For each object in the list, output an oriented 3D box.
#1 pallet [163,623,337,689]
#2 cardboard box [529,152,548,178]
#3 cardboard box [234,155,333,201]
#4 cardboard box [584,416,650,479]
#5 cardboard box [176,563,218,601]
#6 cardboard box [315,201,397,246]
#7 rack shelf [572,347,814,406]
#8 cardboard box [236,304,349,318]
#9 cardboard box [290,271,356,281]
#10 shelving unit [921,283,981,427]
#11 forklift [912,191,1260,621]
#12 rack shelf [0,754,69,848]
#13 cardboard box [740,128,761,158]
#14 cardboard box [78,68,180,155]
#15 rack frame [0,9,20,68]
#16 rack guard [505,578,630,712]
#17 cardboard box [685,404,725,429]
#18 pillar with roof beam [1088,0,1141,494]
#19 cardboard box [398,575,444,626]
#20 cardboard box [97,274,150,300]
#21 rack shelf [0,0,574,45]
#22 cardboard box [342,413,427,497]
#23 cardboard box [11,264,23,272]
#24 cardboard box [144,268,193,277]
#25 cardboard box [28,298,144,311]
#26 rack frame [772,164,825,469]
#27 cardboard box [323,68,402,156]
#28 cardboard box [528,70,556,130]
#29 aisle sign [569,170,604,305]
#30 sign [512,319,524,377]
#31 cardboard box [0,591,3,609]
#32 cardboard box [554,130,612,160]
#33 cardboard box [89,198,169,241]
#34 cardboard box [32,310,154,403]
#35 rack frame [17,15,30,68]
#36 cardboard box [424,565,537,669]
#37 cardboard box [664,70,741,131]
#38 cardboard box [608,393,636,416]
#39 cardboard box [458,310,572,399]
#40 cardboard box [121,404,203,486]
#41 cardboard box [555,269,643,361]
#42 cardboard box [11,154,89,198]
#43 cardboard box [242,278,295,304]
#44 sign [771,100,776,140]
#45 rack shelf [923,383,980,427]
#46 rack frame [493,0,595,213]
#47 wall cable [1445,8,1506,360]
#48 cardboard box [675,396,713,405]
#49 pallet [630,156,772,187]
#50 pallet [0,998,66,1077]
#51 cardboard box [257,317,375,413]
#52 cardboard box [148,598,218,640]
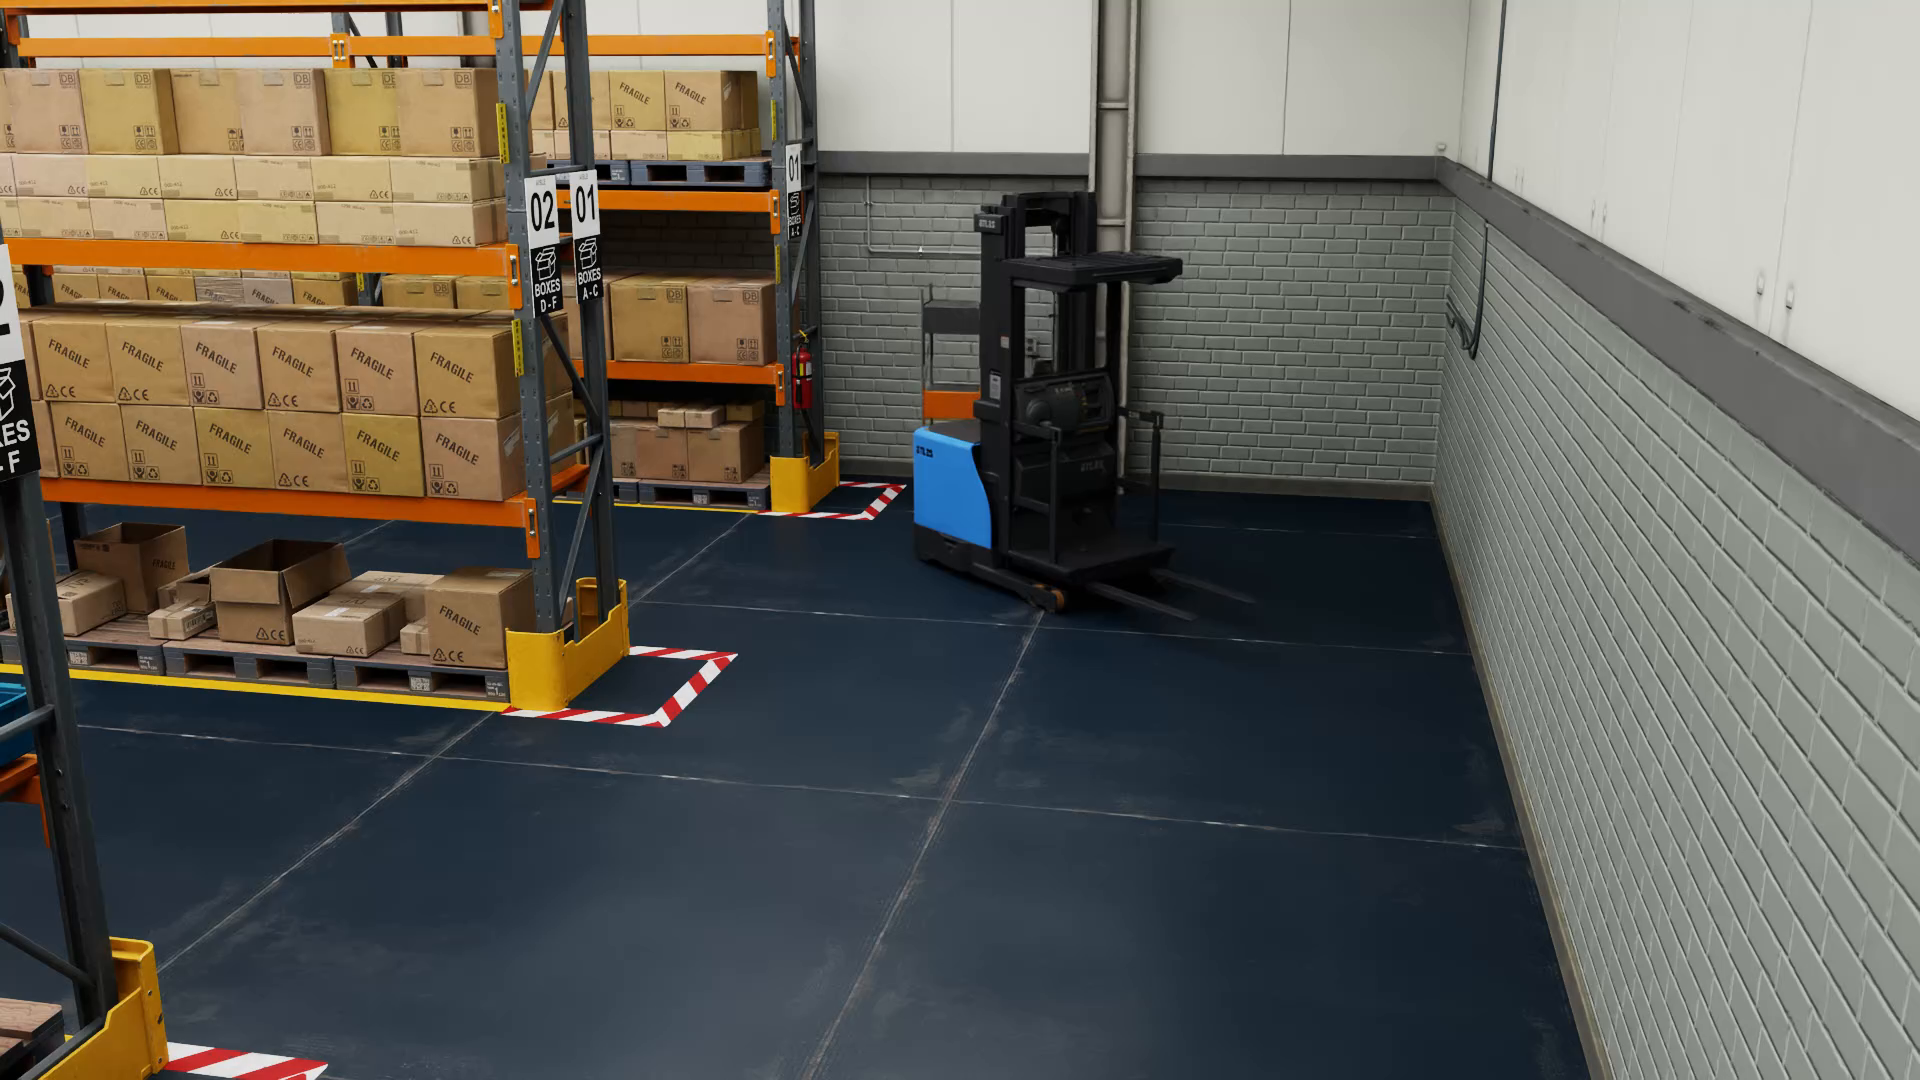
[{"bbox_3d":[-4.476,0.685,11.123,1.213,0.211,1.003,3,16,11],"label":"pallet"},{"bbox_3d":[-2.880,-2.257,10.245,0.500,0.250,0.500,3,16,11],"label":"cardboard box"},{"bbox_3d":[-3.962,-2.176,9.954,0.500,0.250,0.500,3,16,11],"label":"cardboard box"},{"bbox_3d":[-3.134,-0.905,15.536,0.500,0.500,0.700,3,16,9],"label":"cardboard box"},{"bbox_3d":[-4.999,0.320,11.431,0.500,0.311,0.500,3,16,11],"label":"cardboard box"},{"bbox_3d":[-3.472,-1.908,9.924,0.500,0.250,0.500,3,16,11],"label":"cardboard box"},{"bbox_3d":[-3.405,-1.603,15.507,4.000,0.370,1.077,3,16,11],"label":"rack shelf"},{"bbox_3d":[-4.312,-1.250,10.826,0.500,0.500,0.500,3,16,11],"label":"cardboard box"},{"bbox_3d":[-5.874,-2.576,15.487,0.500,0.250,0.500,4,16,12],"label":"cardboard box"},{"bbox_3d":[-0.033,-1.067,13.912,0.503,2.100,0.431,3,16,10],"label":"shelving unit"},{"bbox_3d":[0.909,-1.032,12.226,1.130,2.935,3.031,-12,19,-36],"label":"forklift"},{"bbox_3d":[-5.379,0.989,6.151,4.000,0.370,1.077,3,16,11],"label":"rack shelf"},{"bbox_3d":[-2.112,-3.570,14.949,0.500,0.250,0.500,4,16,14],"label":"cardboard box"},{"bbox_3d":[-4.911,-2.631,10.191,0.500,0.500,0.700,3,16,11],"label":"cardboard box"},{"bbox_3d":[-6.348,-3.651,10.315,0.127,3.000,1.000,3,16,11],"label":"rack frame"},{"bbox_3d":[-2.503,0.654,10.696,0.348,0.500,1.175,3,16,11],"label":"rack guard"},{"bbox_3d":[-2.313,-1.124,15.110,0.250,0.149,0.380,3,16,10],"label":"cardboard box"},{"bbox_3d":[0.515,-3.691,10.459,0.400,9.000,9.100,3,16,11],"label":"pillar with roof beam"},{"bbox_3d":[-3.395,0.436,11.125,0.500,0.250,0.500,3,16,11],"label":"cardboard box"},{"bbox_3d":[-7.862,-2.320,15.967,0.500,0.500,0.500,3,16,11],"label":"cardboard box"},{"bbox_3d":[-4.388,-3.196,10.028,4.000,0.370,1.077,3,16,11],"label":"rack shelf"},{"bbox_3d":[-3.431,-0.575,10.260,0.500,0.500,0.500,3,16,12],"label":"cardboard box"},{"bbox_3d":[-8.863,-2.738,16.071,0.500,0.250,0.500,3,16,12],"label":"cardboard box"},{"bbox_3d":[-7.372,-2.660,15.790,0.500,0.250,0.500,3,16,10],"label":"cardboard box"},{"bbox_3d":[-5.801,-1.331,11.117,0.500,0.500,0.500,3,16,11],"label":"cardboard box"},{"bbox_3d":[-1.445,-1.843,15.027,0.127,3.000,1.000,3,16,11],"label":"rack frame"},{"bbox_3d":[-3.408,-2.594,10.060,0.500,0.500,0.700,3,16,11],"label":"cardboard box"},{"bbox_3d":[-3.732,-3.879,14.661,0.500,0.500,0.500,3,16,11],"label":"cardboard box"},{"bbox_3d":[-2.303,-1.873,10.265,0.004,0.787,0.394,3,16,11],"label":"aisle sign"},{"bbox_3d":[-2.559,-1.113,9.631,0.005,0.325,0.100,3,16,11],"label":"sign"},{"bbox_3d":[-6.889,0.281,11.215,0.500,0.500,0.500,3,16,11],"label":"cardboard box"},{"bbox_3d":[-3.237,-3.490,14.661,0.500,0.250,0.500,3,16,9],"label":"cardboard box"},{"bbox_3d":[-4.942,-1.988,10.211,0.500,0.250,0.500,3,16,11],"label":"cardboard box"},{"bbox_3d":[-5.437,-1.164,10.514,0.500,0.500,0.500,3,16,9],"label":"cardboard box"},{"bbox_3d":[-9.285,-5.160,15.762,0.127,3.000,1.000,3,16,11],"label":"rack frame"},{"bbox_3d":[-3.010,0.481,10.495,0.500,0.500,0.500,3,16,11],"label":"cardboard box"},{"bbox_3d":[-2.217,-3.796,14.360,0.500,0.500,0.500,3,16,11],"label":"cardboard box"},{"bbox_3d":[-3.231,-1.277,15.664,0.250,0.149,0.380,3,16,12],"label":"cardboard box"},{"bbox_3d":[-2.811,-1.170,10.535,0.500,0.500,0.500,4,16,13],"label":"cardboard box"},{"bbox_3d":[-4.911,-0.656,10.554,0.500,0.500,0.500,3,16,11],"label":"cardboard box"},{"bbox_3d":[-3.407,-2.091,15.360,0.700,0.700,0.980,2,16,8],"label":"cardboard box"},{"bbox_3d":[-5.431,-2.257,10.247,0.500,0.250,0.500,3,16,11],"label":"cardboard box"},{"bbox_3d":[-6.369,-2.240,15.678,0.500,0.500,0.500,3,16,12],"label":"cardboard box"},{"bbox_3d":[-1.567,-3.536,14.009,0.005,0.325,0.100,3,16,11],"label":"sign"},{"bbox_3d":[-0.033,-1.054,13.916,0.480,0.518,0.431,3,16,10],"label":"rack shelf"},{"bbox_3d":[-2.429,-3.438,9.547,0.127,3.000,1.000,3,16,11],"label":"rack frame"},{"bbox_3d":[4.026,-2.843,13.217,0.112,2.526,3.097,3,16,11],"label":"wall cable"},{"bbox_3d":[-2.485,-1.237,15.519,0.250,0.149,0.380,3,16,11],"label":"cardboard box"},{"bbox_3d":[-2.174,-3.283,14.771,1.213,0.211,1.003,3,16,11],"label":"pallet"},{"bbox_3d":[-4.220,2.038,6.238,1.213,0.211,1.003,3,16,11],"label":"pallet"},{"bbox_3d":[-3.924,-1.082,10.218,0.500,0.500,0.500,4,16,13],"label":"cardboard box"},{"bbox_3d":[-5.130,0.516,10.994,0.250,0.166,0.380,3,16,11],"label":"cardboard box"}]
